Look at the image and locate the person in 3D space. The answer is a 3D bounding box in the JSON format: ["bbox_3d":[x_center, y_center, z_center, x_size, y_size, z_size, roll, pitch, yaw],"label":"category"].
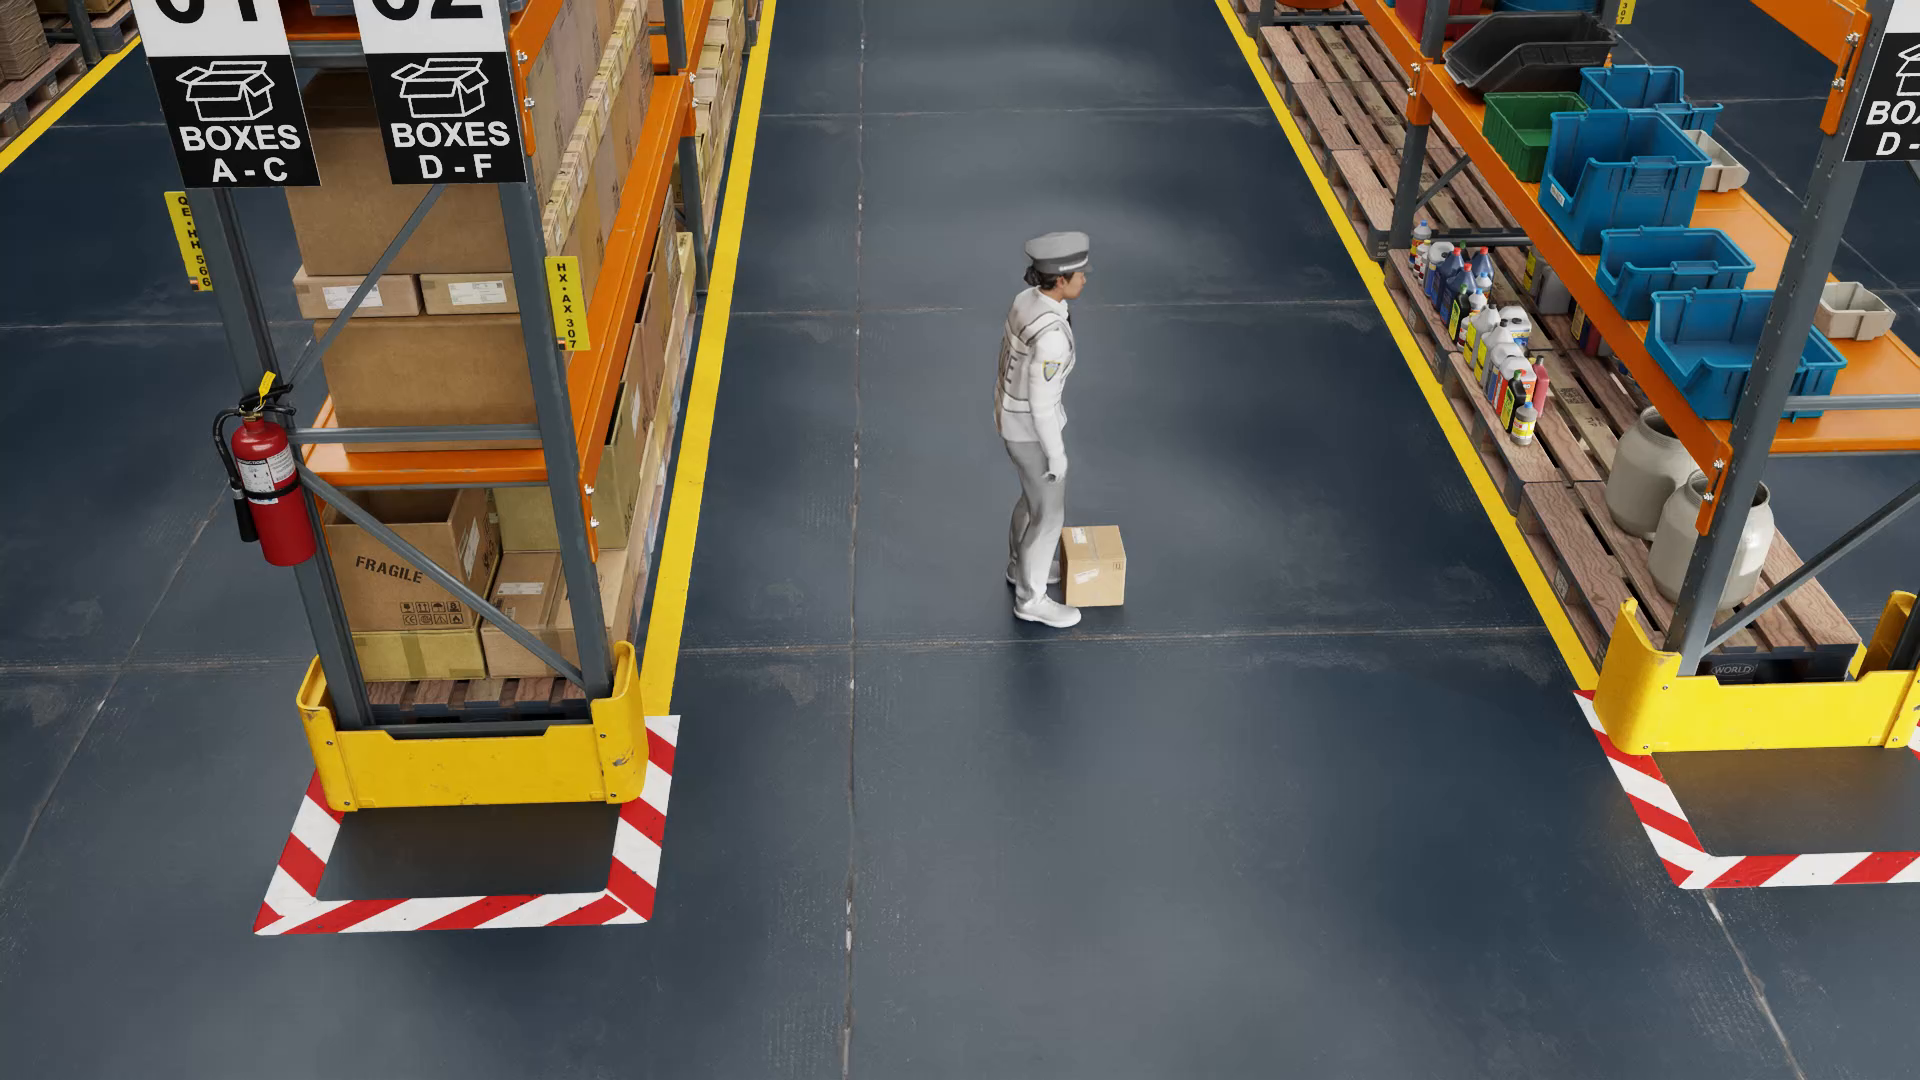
[{"bbox_3d":[0.328,-0.455,6.782,0.376,1.662,0.544,-4,36,-5],"label":"person"}]
